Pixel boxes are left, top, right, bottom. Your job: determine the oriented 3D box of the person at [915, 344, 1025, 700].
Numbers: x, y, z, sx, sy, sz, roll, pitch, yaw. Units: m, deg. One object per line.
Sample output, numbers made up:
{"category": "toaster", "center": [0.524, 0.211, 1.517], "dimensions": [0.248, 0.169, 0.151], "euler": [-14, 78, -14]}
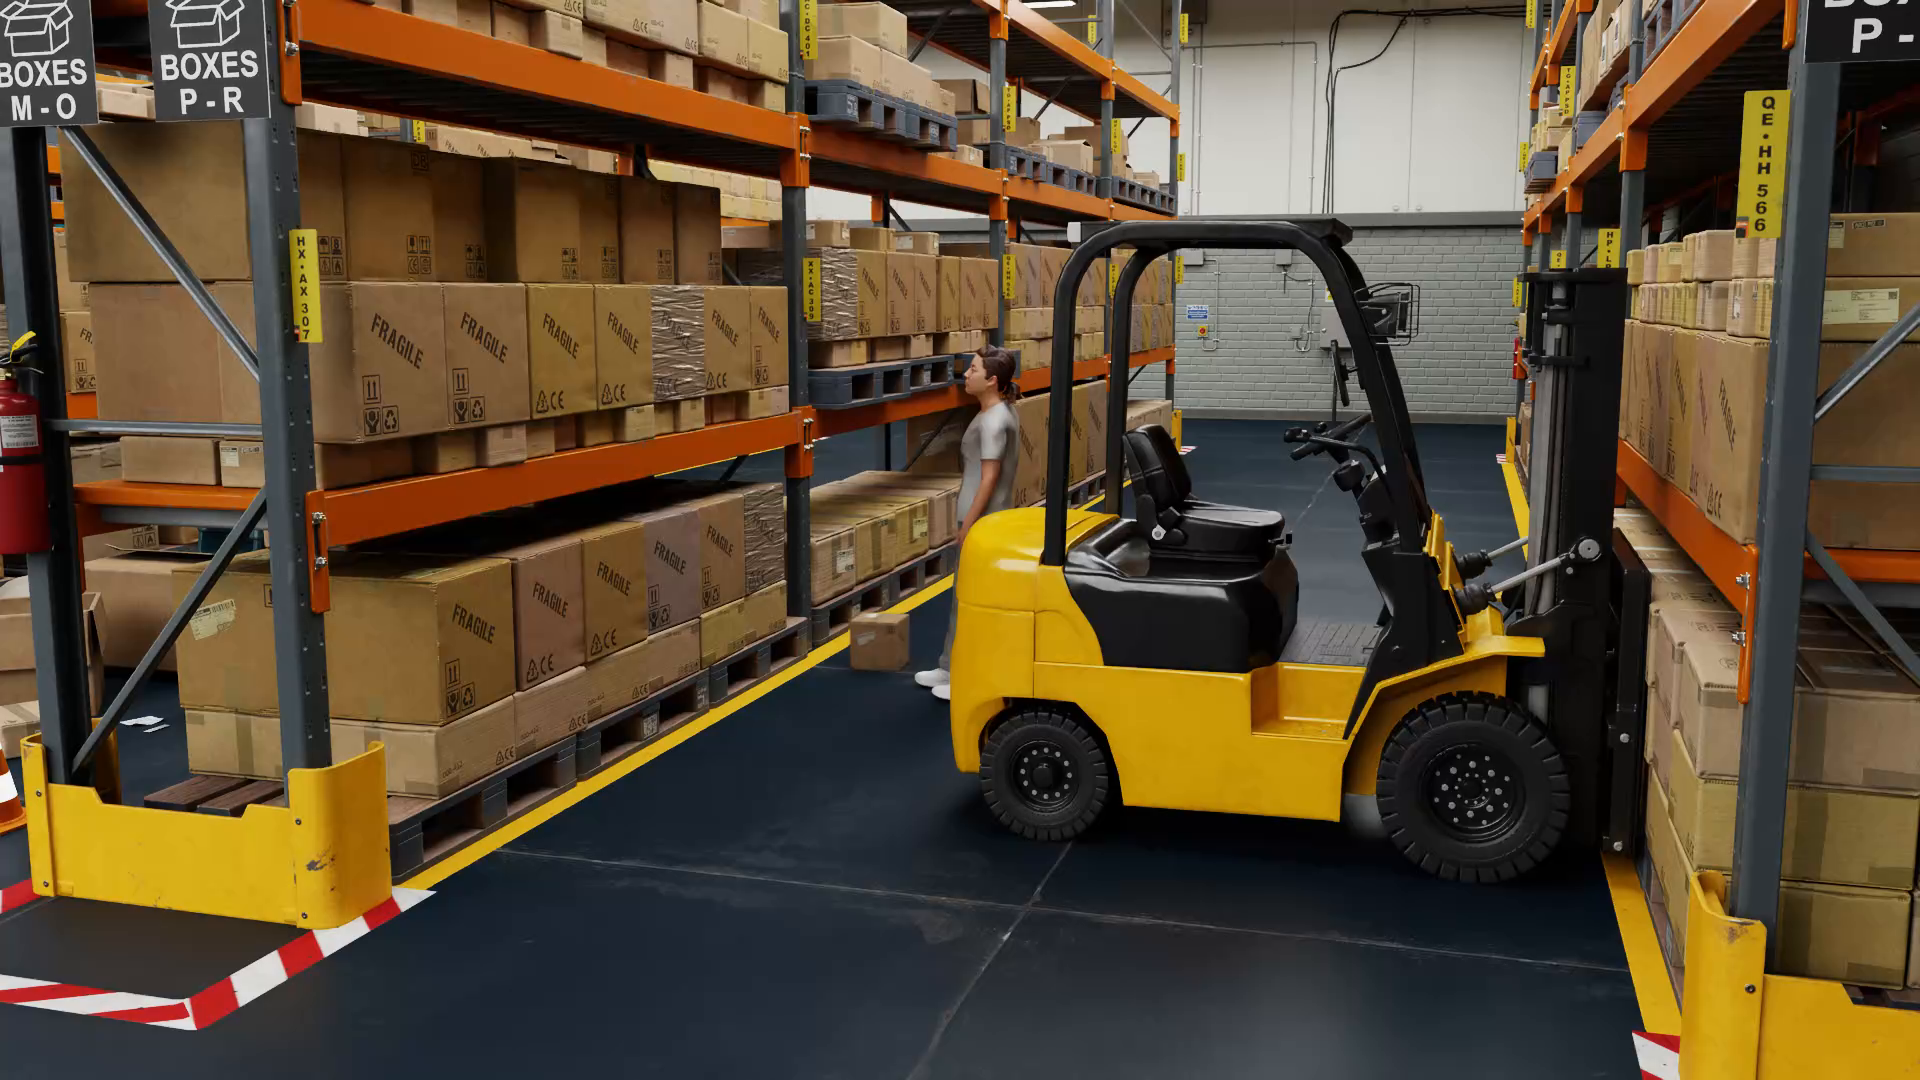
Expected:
{"category": "person", "center": [0.032, -0.079, 7.814], "dimensions": [0.548, 1.673, 0.550], "euler": [1, 8, 5]}
